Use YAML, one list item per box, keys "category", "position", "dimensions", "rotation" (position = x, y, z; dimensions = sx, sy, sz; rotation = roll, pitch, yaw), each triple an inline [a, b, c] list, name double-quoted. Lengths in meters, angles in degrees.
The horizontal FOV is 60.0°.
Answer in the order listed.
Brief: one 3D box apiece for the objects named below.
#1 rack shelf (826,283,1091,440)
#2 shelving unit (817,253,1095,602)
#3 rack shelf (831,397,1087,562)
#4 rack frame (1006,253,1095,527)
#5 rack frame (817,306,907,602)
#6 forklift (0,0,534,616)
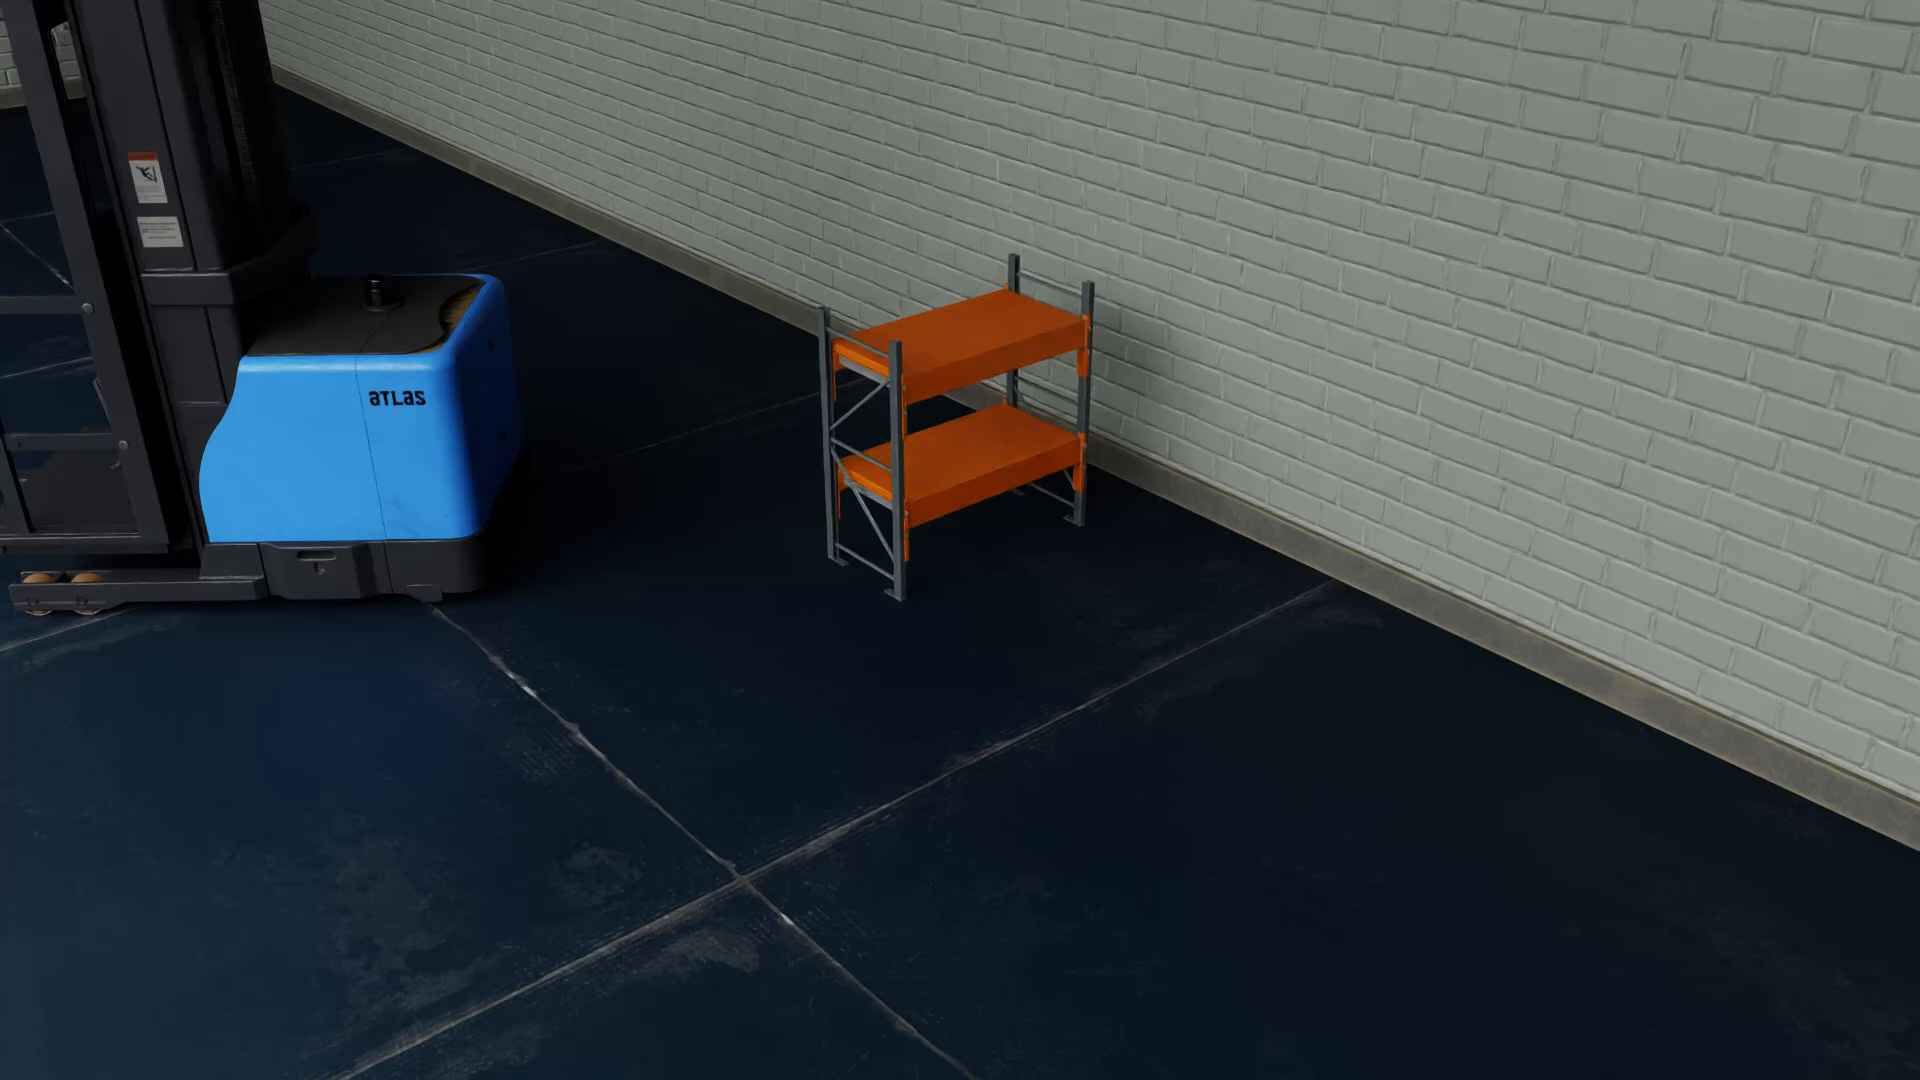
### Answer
- category: "rack shelf"
  position: [-0.005, -0.752, 6.843]
  dimensions: [1.000, 0.278, 0.538]
  rotation: [-22, 35, -35]
- category: "shelving unit"
  position: [-0.005, -0.494, 6.981]
  dimensions: [1.048, 1.125, 0.538]
  rotation: [-22, 35, -35]
- category: "rack shelf"
  position: [-0.005, -0.278, 7.096]
  dimensions: [1.000, 0.278, 0.538]
  rotation: [-22, 35, -35]
- category: "rack frame"
  position: [0.382, -0.650, 7.272]
  dimensions: [0.032, 1.125, 0.500]
  rotation: [-22, 35, -35]
- category: "rack frame"
  position: [-0.392, -0.339, 6.690]
  dimensions: [0.032, 1.125, 0.500]
  rotation: [-22, 35, -35]
- category: "forklift"
  position: [-3.432, -1.243, 6.466]
  dimensions: [3.031, 2.935, 1.130]
  rotation: [-1, 28, -2]
